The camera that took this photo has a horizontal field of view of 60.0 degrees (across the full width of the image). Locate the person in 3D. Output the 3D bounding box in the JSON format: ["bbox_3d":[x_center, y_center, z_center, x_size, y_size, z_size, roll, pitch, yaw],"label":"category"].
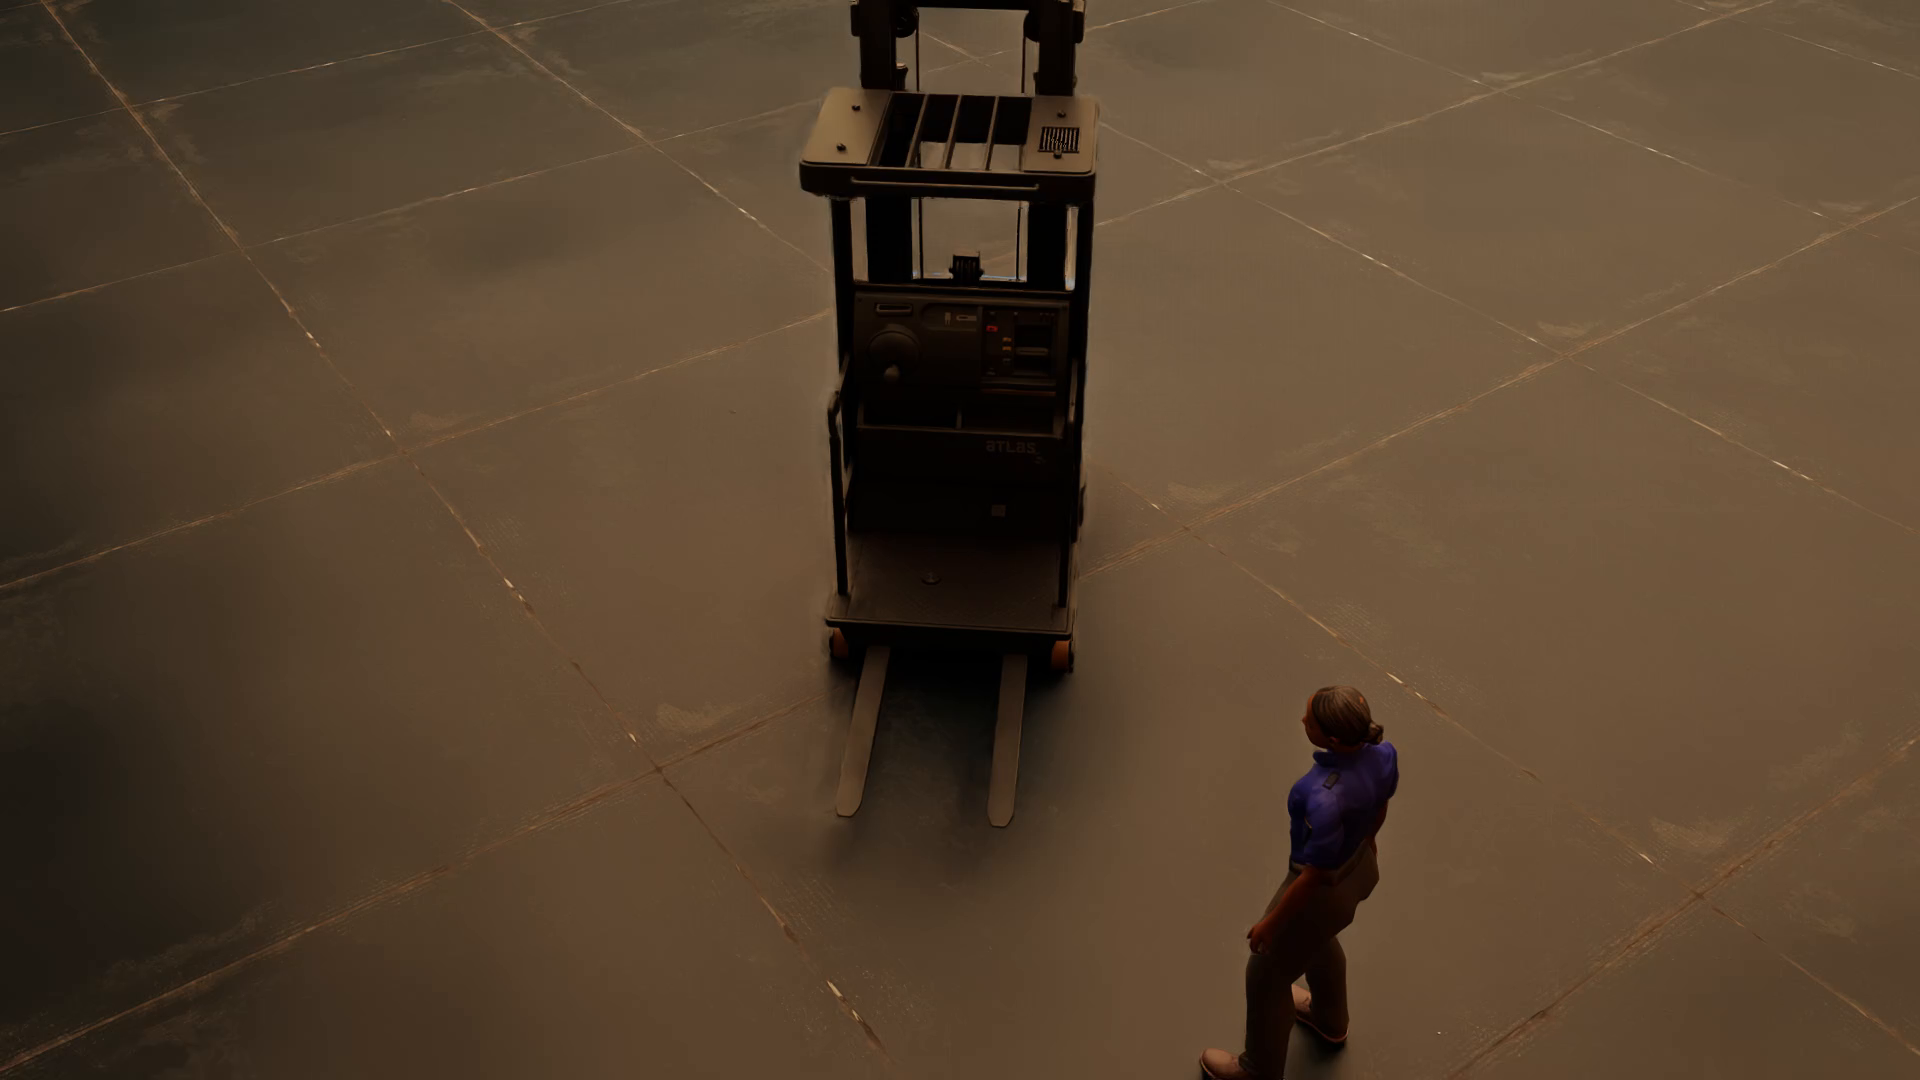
[{"bbox_3d":[1.172,1.124,5.511,0.381,1.642,0.659,24,43,29],"label":"person"}]

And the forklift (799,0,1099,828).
[{"bbox_3d":[-0.013,-0.788,7.011,1.130,2.935,3.031,3,37,4],"label":"forklift"}]
